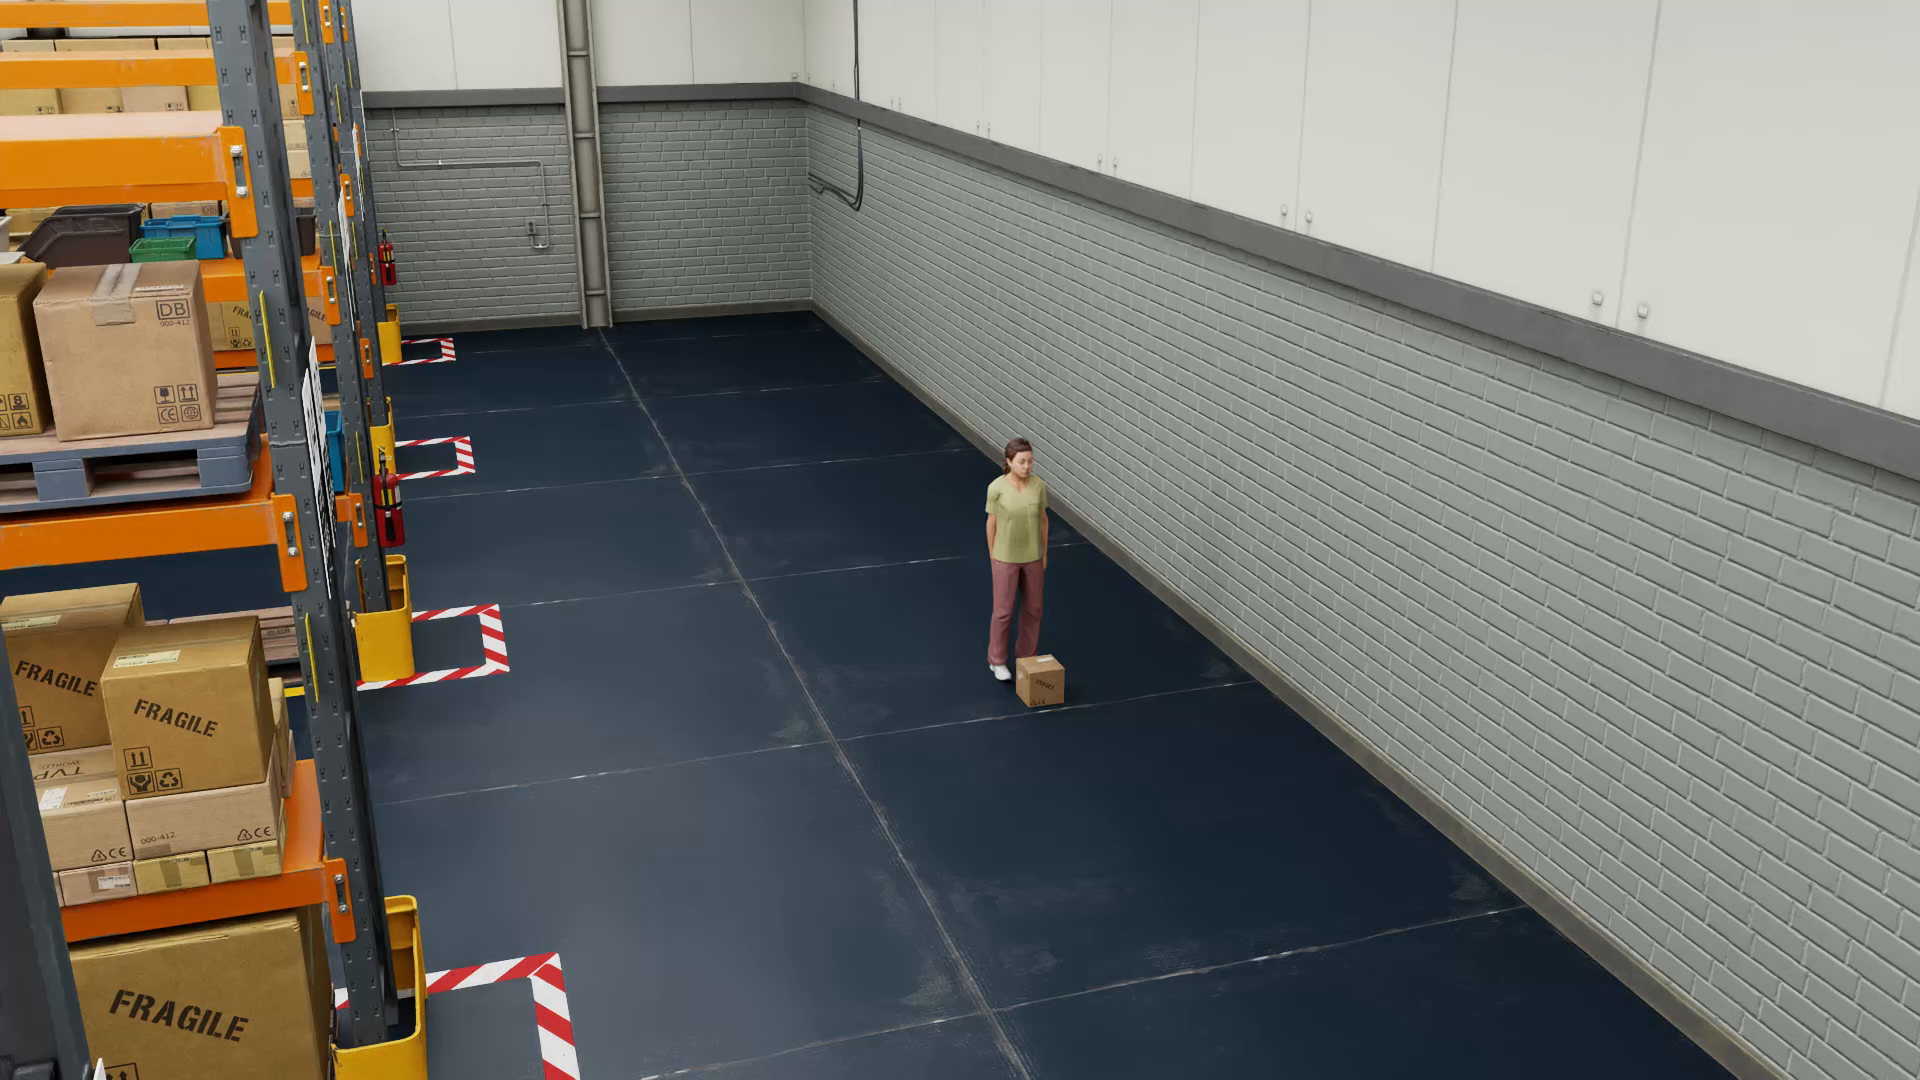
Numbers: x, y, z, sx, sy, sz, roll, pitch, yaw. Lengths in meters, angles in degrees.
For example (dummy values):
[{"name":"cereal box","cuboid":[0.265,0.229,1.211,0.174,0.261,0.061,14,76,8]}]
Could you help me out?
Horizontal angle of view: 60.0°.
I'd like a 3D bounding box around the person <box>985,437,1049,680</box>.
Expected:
[{"name":"person","cuboid":[0.394,0.118,11.243,0.441,1.670,0.367,-6,20,-16]}]
